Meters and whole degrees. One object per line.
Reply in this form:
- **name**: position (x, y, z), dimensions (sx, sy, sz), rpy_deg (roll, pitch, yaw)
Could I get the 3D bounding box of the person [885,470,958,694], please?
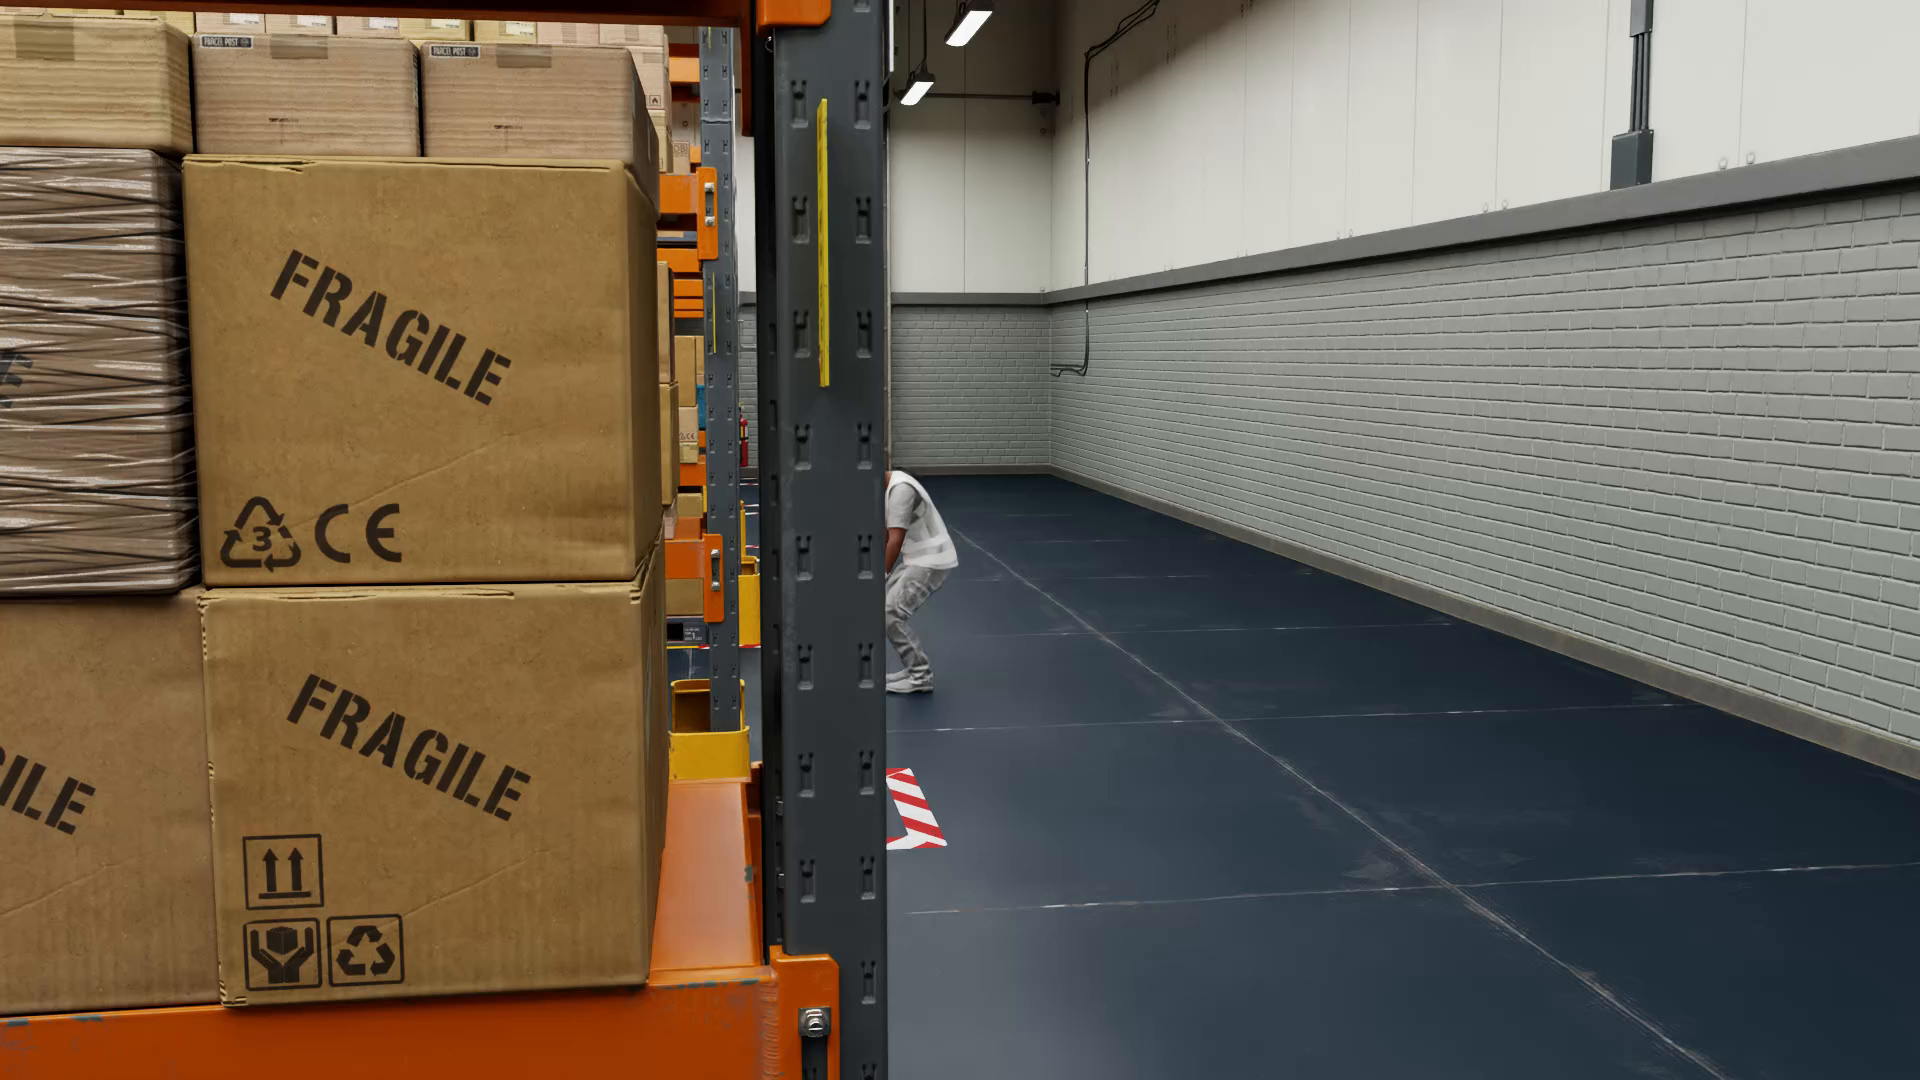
- **person**: position (-0.362, 0.170, 10.263), dimensions (0.696, 1.526, 0.608), rpy_deg (-1, 6, -8)
